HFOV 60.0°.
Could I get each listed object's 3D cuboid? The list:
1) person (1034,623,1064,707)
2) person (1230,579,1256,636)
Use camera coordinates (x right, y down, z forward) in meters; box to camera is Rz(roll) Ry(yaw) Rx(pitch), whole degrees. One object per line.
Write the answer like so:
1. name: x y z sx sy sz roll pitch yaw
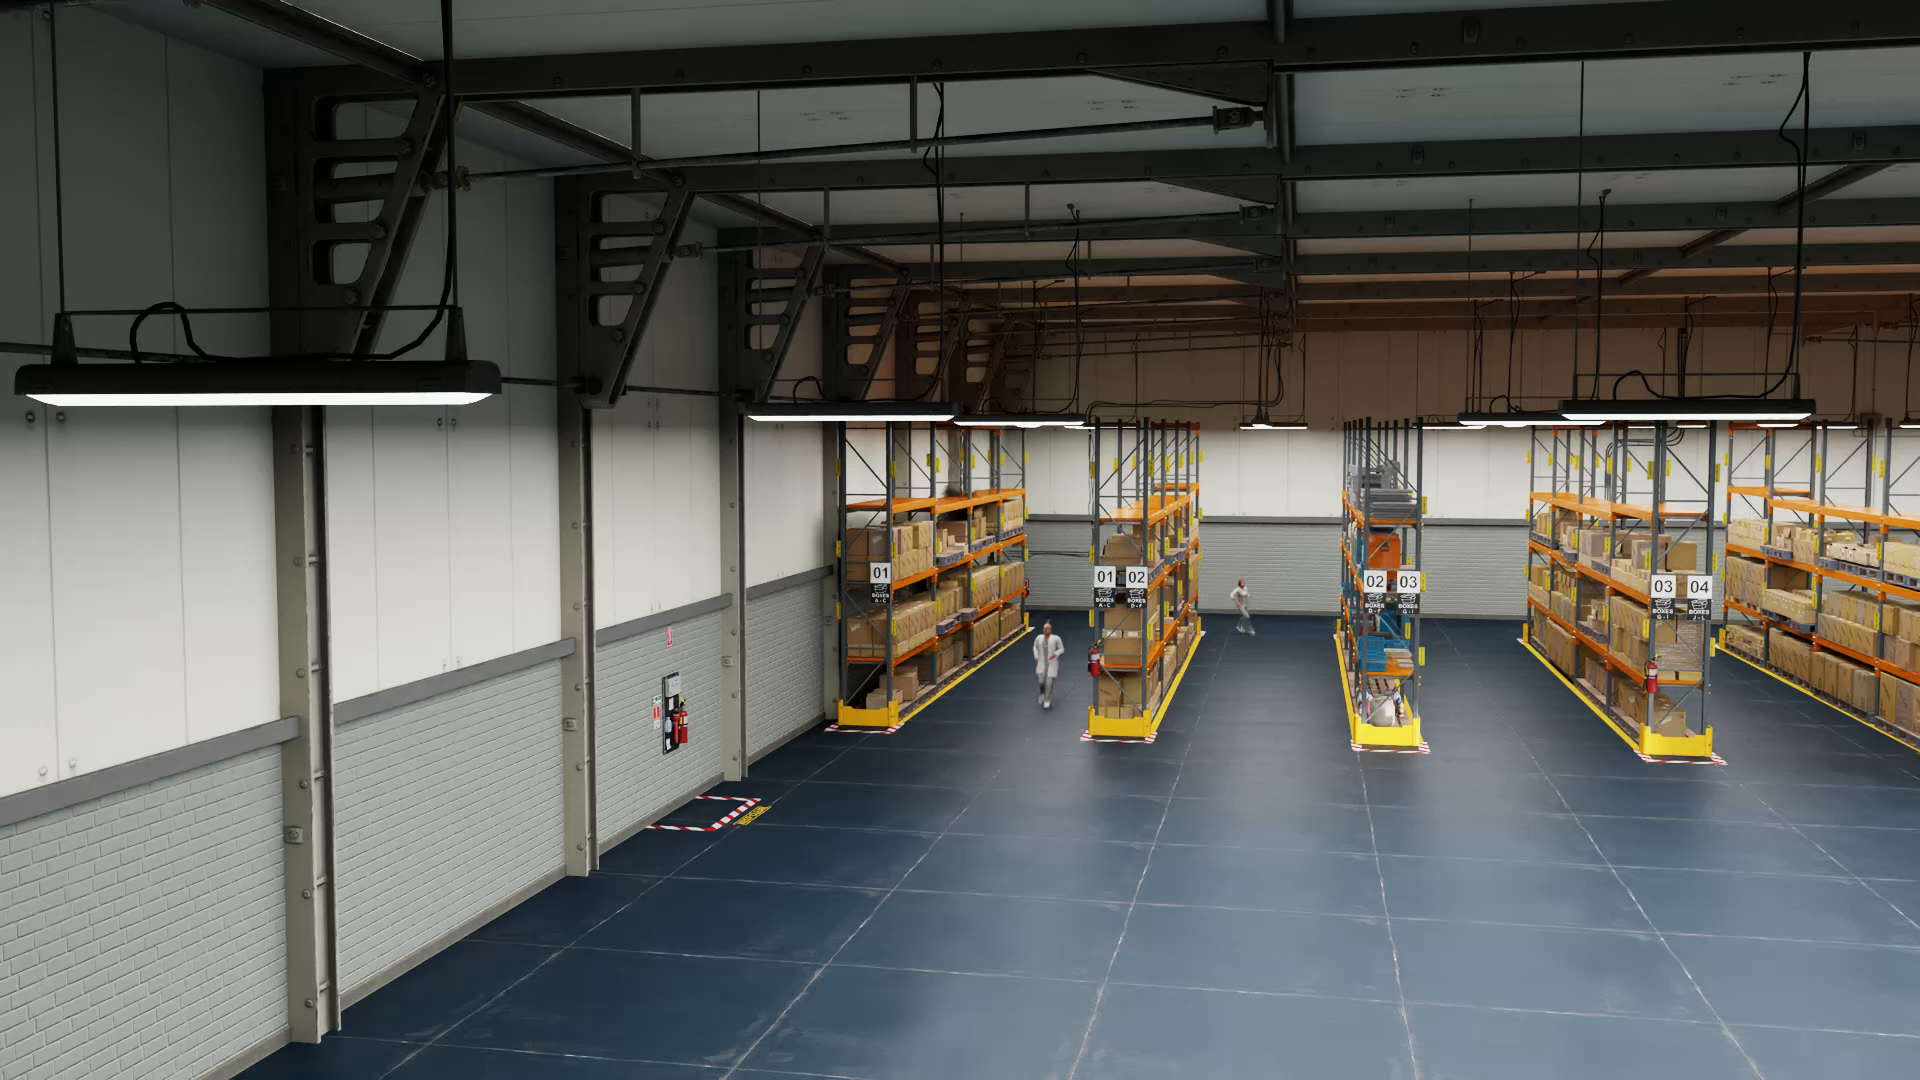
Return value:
1. person: 1.816 2.647 34.563 0.692 1.670 0.648 1 4 15
2. person: 7.953 1.889 46.928 0.568 1.591 0.773 -3 5 -35
